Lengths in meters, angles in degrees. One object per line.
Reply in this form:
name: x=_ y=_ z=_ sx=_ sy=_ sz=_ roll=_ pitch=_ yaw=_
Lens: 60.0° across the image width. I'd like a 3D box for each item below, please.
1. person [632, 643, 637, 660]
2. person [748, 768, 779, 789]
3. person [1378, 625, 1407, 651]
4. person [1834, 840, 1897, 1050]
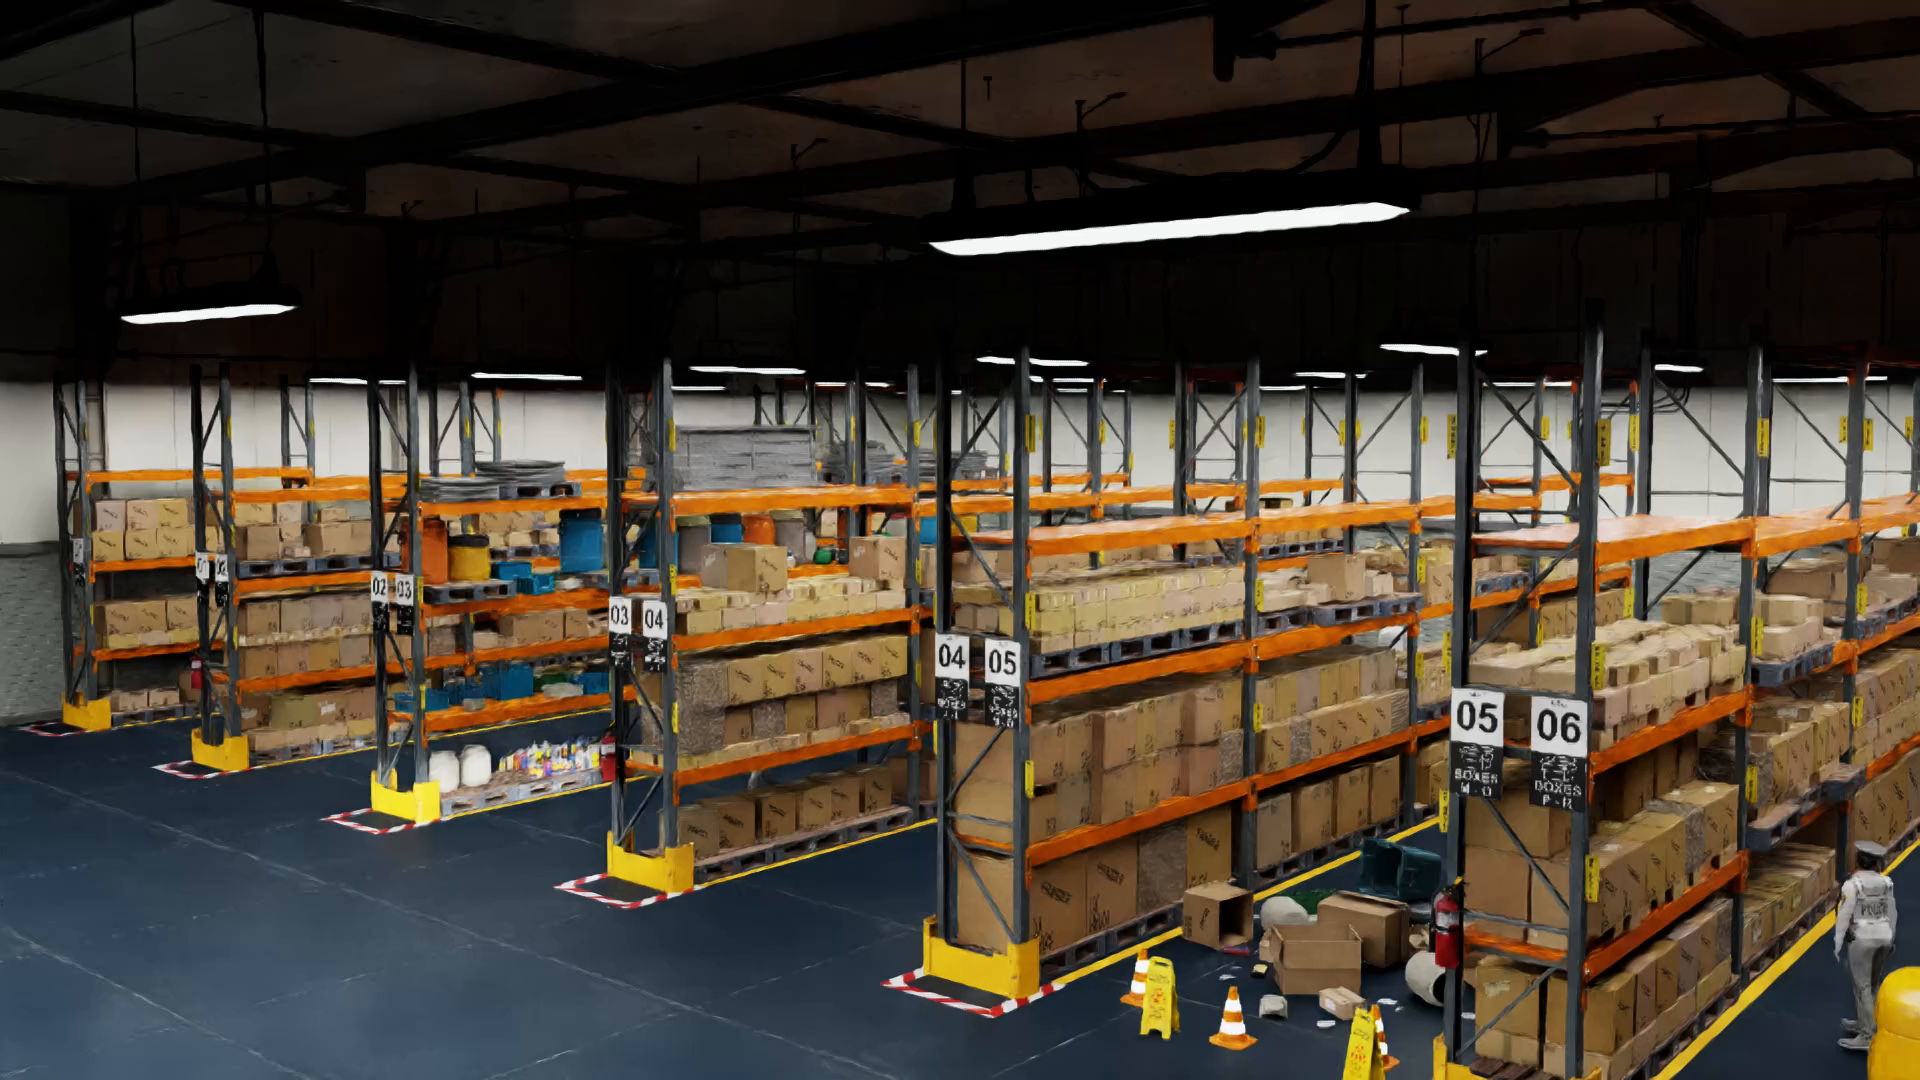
person: x=-6.554 y=1.959 z=32.667 sx=0.682 sy=1.711 sz=0.536 roll=3 pitch=5 yaw=38
person: x=-2.663 y=2.818 z=21.823 sx=0.417 sy=1.517 sz=1.036 roll=4 pitch=6 yaw=43
person: x=7.589 y=2.201 z=29.239 sx=0.677 sy=1.669 sz=0.629 roll=-2 pitch=4 yaw=-22
person: x=7.483 y=3.323 z=13.776 sx=0.573 sy=1.667 sz=0.544 roll=-1 pitch=4 yaw=-17
